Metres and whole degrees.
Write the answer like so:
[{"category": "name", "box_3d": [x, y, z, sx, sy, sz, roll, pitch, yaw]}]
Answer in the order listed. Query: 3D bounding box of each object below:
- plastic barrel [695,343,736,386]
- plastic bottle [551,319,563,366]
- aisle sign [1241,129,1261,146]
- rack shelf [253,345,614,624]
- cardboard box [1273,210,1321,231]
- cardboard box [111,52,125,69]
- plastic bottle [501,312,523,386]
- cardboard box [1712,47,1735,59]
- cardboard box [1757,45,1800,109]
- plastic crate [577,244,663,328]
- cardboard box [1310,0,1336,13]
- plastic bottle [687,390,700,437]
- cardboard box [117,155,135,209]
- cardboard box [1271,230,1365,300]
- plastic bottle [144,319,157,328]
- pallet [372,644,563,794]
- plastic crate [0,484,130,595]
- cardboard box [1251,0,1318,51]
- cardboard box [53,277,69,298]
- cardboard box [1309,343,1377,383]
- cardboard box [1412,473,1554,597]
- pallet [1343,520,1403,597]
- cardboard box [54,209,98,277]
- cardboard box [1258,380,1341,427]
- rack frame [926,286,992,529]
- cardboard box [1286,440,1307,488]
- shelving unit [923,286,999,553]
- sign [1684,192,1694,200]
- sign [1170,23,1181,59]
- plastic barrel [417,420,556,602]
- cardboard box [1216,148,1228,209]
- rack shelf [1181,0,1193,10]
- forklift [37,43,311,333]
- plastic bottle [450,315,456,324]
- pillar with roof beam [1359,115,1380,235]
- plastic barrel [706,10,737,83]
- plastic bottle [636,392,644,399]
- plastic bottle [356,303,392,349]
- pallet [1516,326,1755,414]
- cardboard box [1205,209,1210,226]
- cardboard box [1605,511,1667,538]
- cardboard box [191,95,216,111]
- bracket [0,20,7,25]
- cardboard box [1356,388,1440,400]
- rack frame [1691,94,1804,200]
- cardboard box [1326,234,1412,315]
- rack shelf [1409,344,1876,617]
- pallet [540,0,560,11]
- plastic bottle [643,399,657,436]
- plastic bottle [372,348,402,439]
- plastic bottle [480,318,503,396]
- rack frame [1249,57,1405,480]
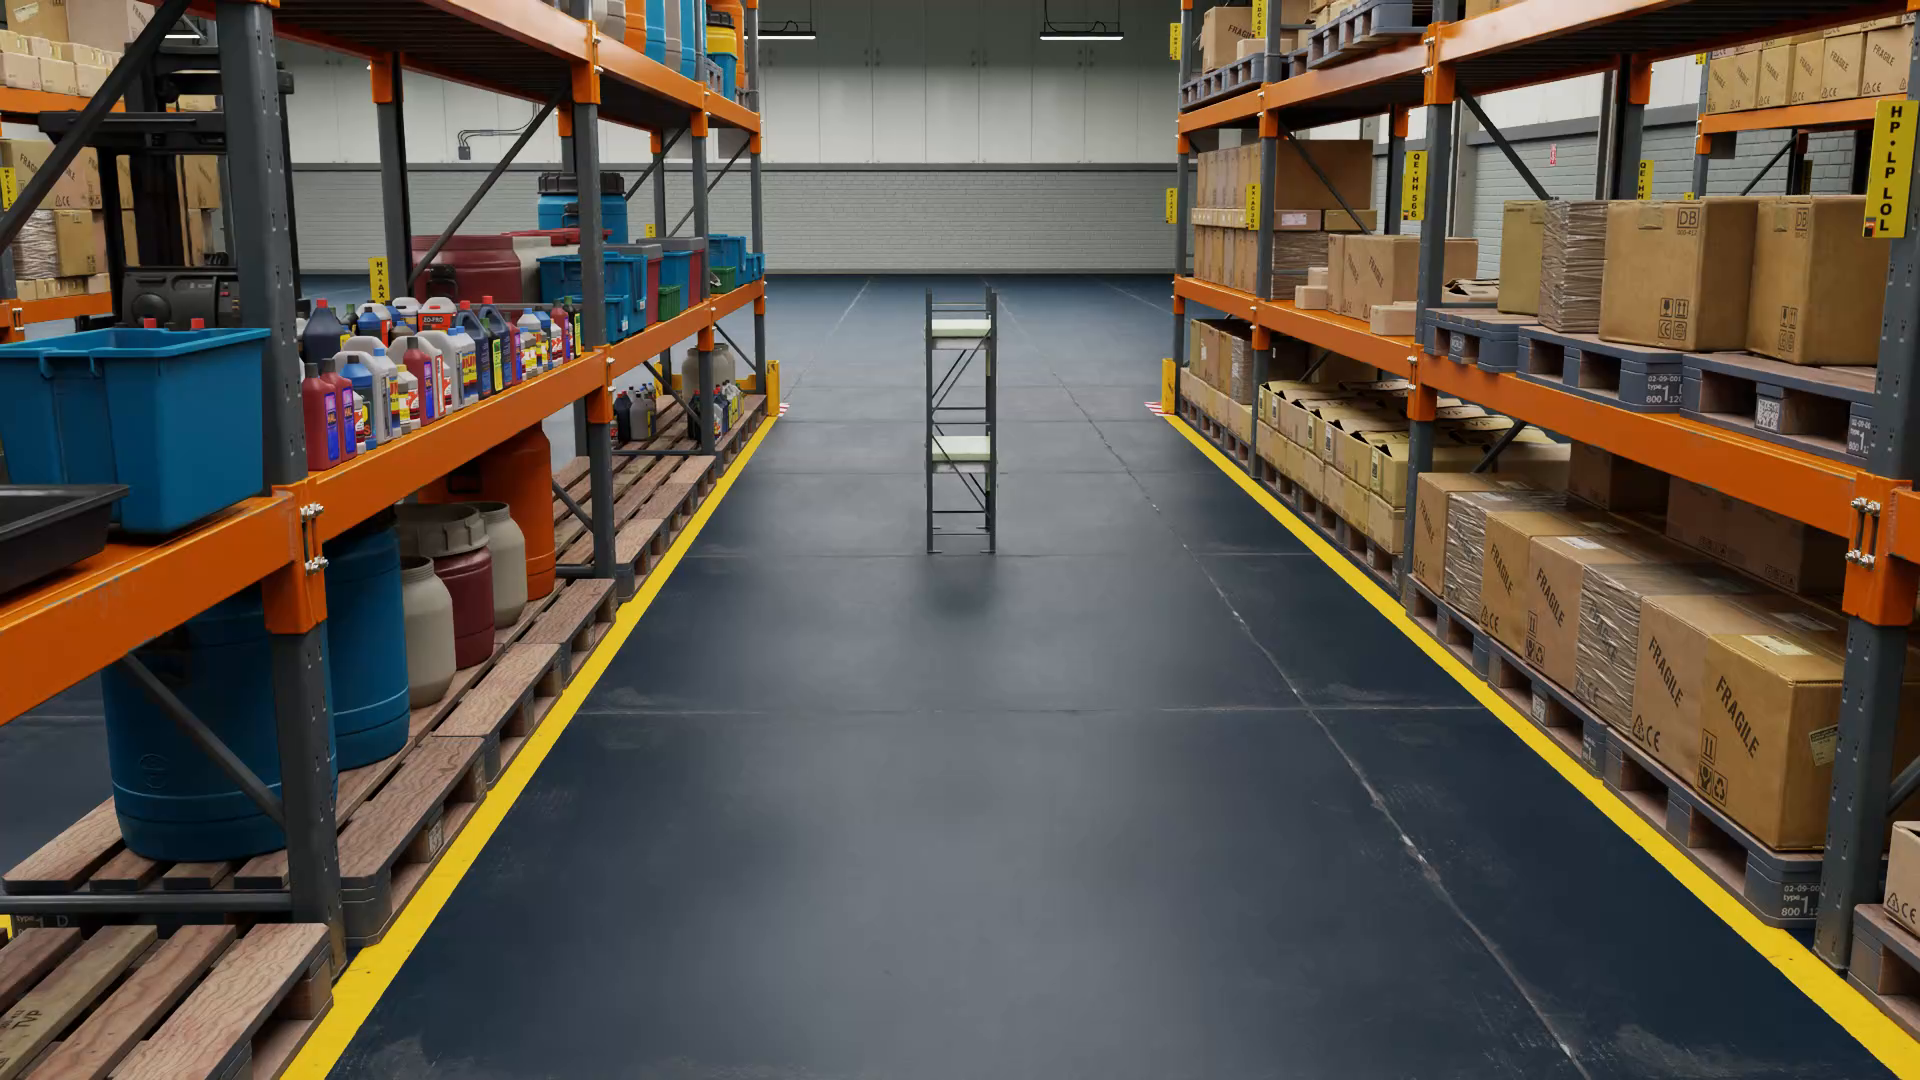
[{"category": "plastic barrel", "box_3d": [-2.293, -1.558, 15.397, 0.421, 0.512, 0.421, 0, 11, 0]}, {"category": "plastic bottle", "box_3d": [-1.794, -0.867, 7.288, 0.097, 0.201, 0.097, 0, 11, 0]}, {"category": "aisle sign", "box_3d": [2.862, -4.010, 15.743, 0.394, 0.787, 0.004, 0, 11, -1]}, {"category": "rack shelf", "box_3d": [-2.176, -0.362, 6.108, 1.077, 0.370, 4.000, 0, 11, -1]}, {"category": "cardboard box", "box_3d": [2.432, -2.347, 12.199, 0.380, 0.149, 0.250, 0, 11, -1]}, {"category": "cardboard box", "box_3d": [-7.038, -3.907, 13.601, 0.380, 0.149, 0.250, -1, 11, -4]}, {"category": "plastic bottle", "box_3d": [-1.759, -0.749, 6.500, 0.061, 0.283, 0.133, 0, 11, -1]}, {"category": "cardboard box", "box_3d": [7.287, -4.684, 15.243, 0.500, 0.500, 0.500, -1, 12, -5]}, {"category": "cardboard box", "box_3d": [7.269, -3.994, 14.357, 0.500, 0.500, 0.500, 0, 11, 1]}, {"category": "plastic crate", "box_3d": [-1.945, -1.466, 9.579, 0.402, 0.464, 0.583, 0, 11, -1]}, {"category": "cardboard box", "box_3d": [2.625, -3.774, 11.007, 0.500, 0.500, 0.500, 0, 11, 0]}, {"category": "plastic bottle", "box_3d": [-2.046, -0.986, 12.931, 0.144, 0.351, 0.185, 0, 11, -1]}, {"category": "cardboard box", "box_3d": [-7.050, -2.960, 13.591, 0.500, 0.500, 0.500, 0, 11, -1]}, {"category": "cardboard box", "box_3d": [2.637, -2.064, 12.437, 0.700, 0.500, 0.500, -1, 11, -3]}, {"category": "plastic bottle", "box_3d": [-2.485, -0.511, 5.157, 0.144, 0.351, 0.185, 0, 11, -1]}, {"category": "pallet", "box_3d": [-2.137, 0.653, 6.309, 1.003, 0.211, 1.213, 0, 11, -1]}, {"category": "plastic crate", "box_3d": [-1.843, 0.010, 3.007, 0.437, 0.125, 0.590, 0, 11, -1]}, {"category": "cardboard box", "box_3d": [2.744, -4.050, 13.264, 0.797, 0.503, 0.637, 1, 12, 5]}, {"category": "cardboard box", "box_3d": [-6.981, -1.907, 12.546, 0.380, 0.149, 0.250, 0, 11, -1]}, {"category": "cardboard box", "box_3d": [2.956, -1.246, 12.630, 0.500, 0.500, 0.500, 0, 11, -1]}, {"category": "cardboard box", "box_3d": [2.459, -0.030, 7.846, 0.500, 0.500, 0.500, 0, 11, 1]}, {"category": "pallet", "box_3d": [2.757, 0.071, 9.177, 1.003, 0.211, 1.213, 0, 11, -1]}, {"category": "cardboard box", "box_3d": [-7.175, -2.271, 12.708, 0.875, 0.500, 0.500, 0, 11, -1]}, {"category": "cardboard box", "box_3d": [2.412, -0.977, 11.778, 0.500, 0.311, 0.500, 0, 11, -1]}, {"category": "rack frame", "box_3d": [-0.008, -0.809, 10.275, 0.400, 1.500, 0.023, 0, 11, -1]}, {"category": "cardboard box", "box_3d": [2.436, -0.499, 10.835, 0.500, 0.250, 0.500, -1, 11, -3]}, {"category": "shelving unit", "box_3d": [0.000, -0.736, 9.917, 0.431, 1.500, 0.755, 0, 11, -1]}, {"category": "sign", "box_3d": [6.980, -3.165, 15.938, 0.100, 0.325, 0.005, 0, 11, -1]}, {"category": "sign", "box_3d": [2.014, -4.658, 15.533, 0.100, 0.325, 0.005, 0, 11, -1]}, {"category": "plastic barrel", "box_3d": [-2.190, -0.157, 7.691, 0.600, 0.830, 0.708, 0, 11, -1]}, {"category": "cardboard box", "box_3d": [2.595, -3.099, 14.274, 0.700, 0.500, 0.500, 0, 11, -1]}, {"category": "rack shelf", "box_3d": [2.611, -4.716, 13.486, 1.077, 0.370, 4.000, 0, 11, -1]}, {"category": "forklift", "box_3d": [-4.590, -1.455, 9.861, 1.130, 2.935, 3.031, 0, 11, -1]}, {"category": "plastic bottle", "box_3d": [-1.899, -0.712, 6.316, 0.061, 0.283, 0.133, 0, 11, -1]}, {"category": "pillar with roof beam", "box_3d": [3.725, -9.108, 32.320, 9.100, 9.000, 0.400, 0, 11, -1]}, {"category": "plastic barrel", "box_3d": [-2.232, -4.244, 14.361, 0.600, 0.588, 0.600, 0, 11, 0]}, {"category": "plastic bottle", "box_3d": [-2.612, -1.049, 13.431, 0.152, 0.276, 0.135, 0, 11, 0]}, {"category": "plastic bottle", "box_3d": [-2.522, -0.872, 7.124, 0.152, 0.276, 0.135, 0, 11, -1]}, {"category": "pallet", "box_3d": [2.780, -0.651, 6.206, 1.003, 0.211, 1.213, 0, 11, -1]}, {"category": "cardboard box", "box_3d": [2.377, -2.858, 14.717, 0.380, 0.149, 0.250, 0, 11, -2]}, {"category": "cardboard box", "box_3d": [2.999, 0.166, 6.879, 0.500, 0.500, 0.500, -1, 11, -3]}, {"category": "cardboard box", "box_3d": [-7.071, -3.984, 14.984, 0.500, 0.250, 0.500, 0, 11, 0]}, {"category": "bracket", "box_3d": [-23.295, -12.552, 40.245, 0.076, 0.066, 4.783, 0, 11, -1]}, {"category": "cardboard box", "box_3d": [2.964, -0.877, 11.287, 0.500, 0.311, 0.500, 0, 11, 0]}, {"category": "rack frame", "box_3d": [7.522, -2.743, 16.035, 1.000, 3.000, 0.127, 0, 11, -1]}, {"category": "cardboard box", "box_3d": [2.663, -1.718, 10.733, 0.500, 0.500, 0.500, 1, 11, 3]}, {"category": "rack shelf", "box_3d": [2.776, -0.381, 6.204, 1.077, 0.370, 4.000, 0, 11, -1]}, {"category": "pallet", "box_3d": [-2.300, -2.337, 6.965, 1.003, 0.211, 1.213, 0, 11, -1]}, {"category": "plastic bottle", "box_3d": [-2.458, -0.958, 12.983, 0.152, 0.276, 0.135, 0, 11, -1]}, {"category": "plastic bottle", "box_3d": [-1.746, -0.443, 5.023, 0.097, 0.271, 0.097, 0, 11, 0]}, {"category": "plastic bottle", "box_3d": [-1.752, -0.686, 6.188, 0.061, 0.283, 0.133, 0, 11, -1]}, {"category": "rack frame", "box_3d": [2.652, -1.927, 12.012, 1.000, 3.000, 0.127, 0, 11, -1]}]
